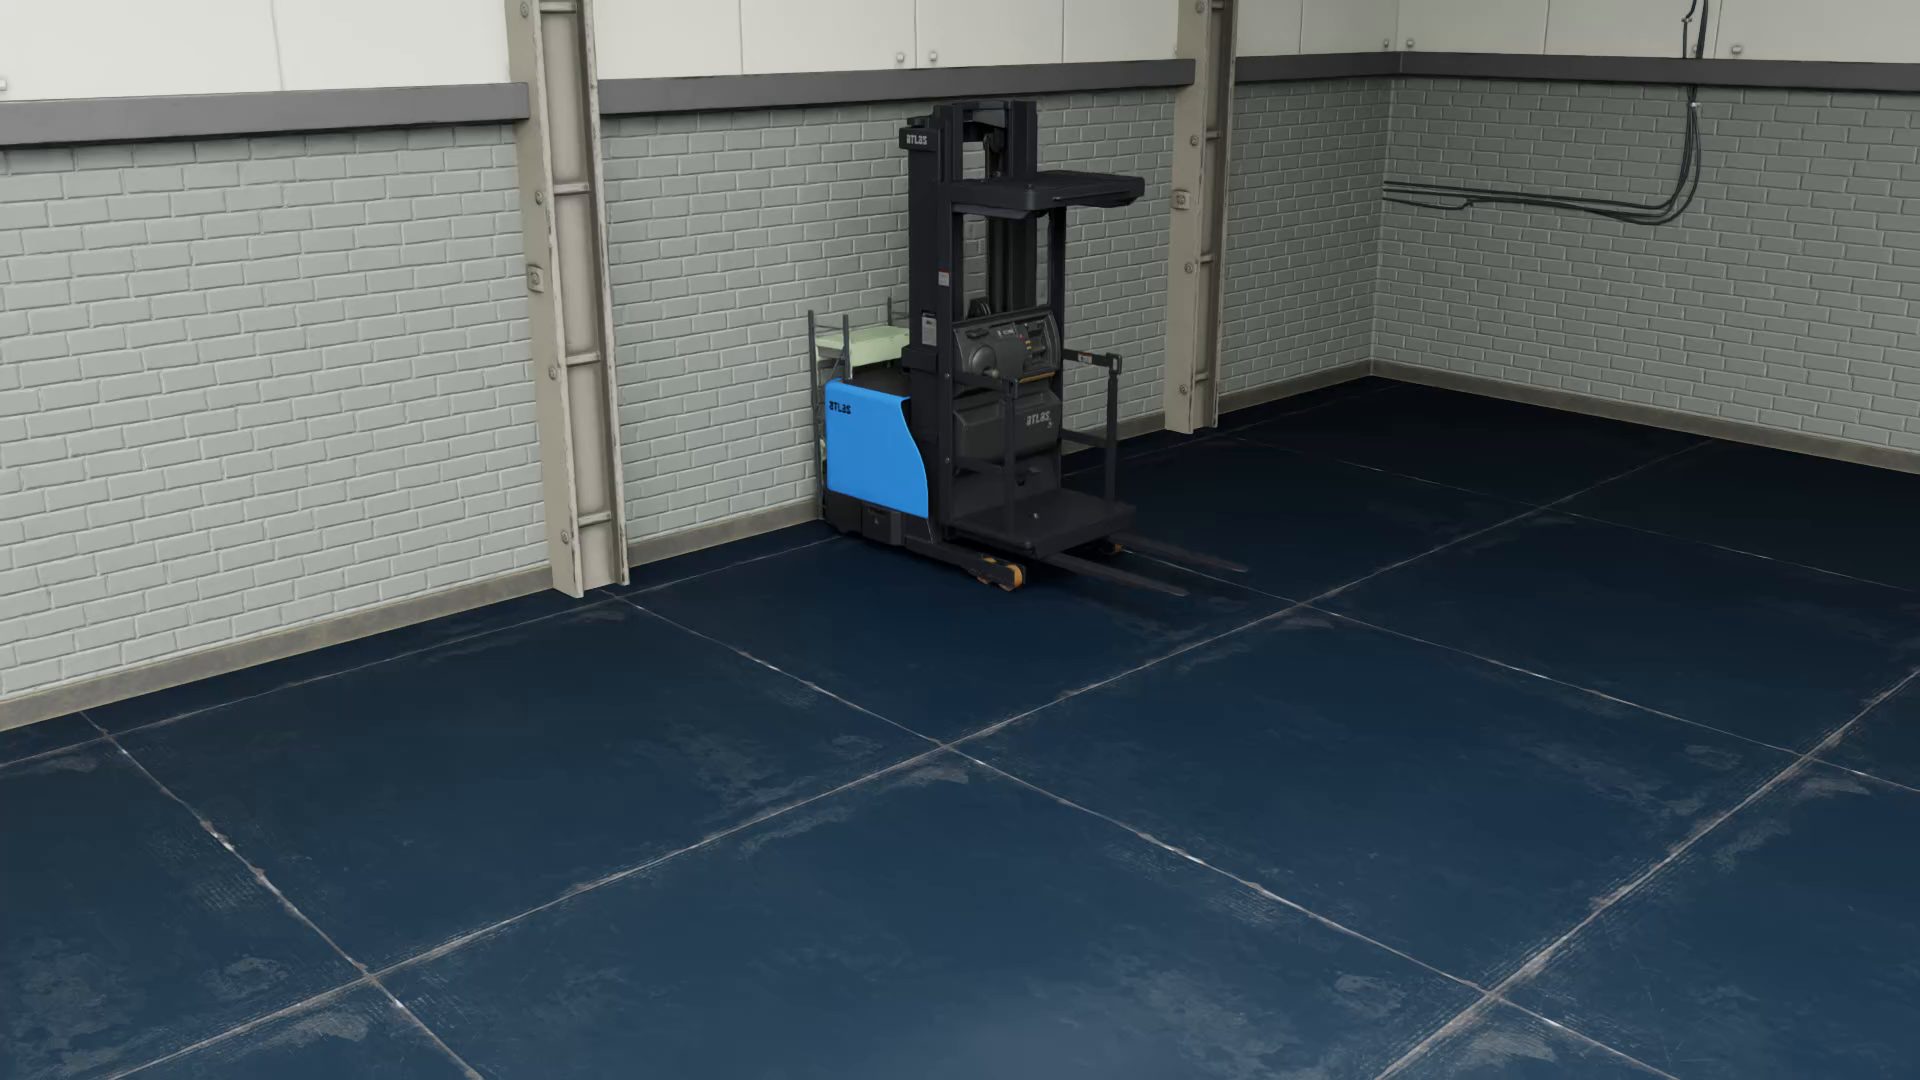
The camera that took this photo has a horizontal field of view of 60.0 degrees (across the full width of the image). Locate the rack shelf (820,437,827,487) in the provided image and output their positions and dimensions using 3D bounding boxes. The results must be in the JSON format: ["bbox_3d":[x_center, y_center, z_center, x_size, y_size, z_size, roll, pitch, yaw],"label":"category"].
[{"bbox_3d":[-0.618,-0.601,11.907,0.431,0.370,0.720,14,23,43],"label":"rack shelf"}]

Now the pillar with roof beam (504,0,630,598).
[{"bbox_3d":[0.605,-3.029,6.235,0.400,9.000,9.100,-16,24,-41],"label":"pillar with roof beam"}]

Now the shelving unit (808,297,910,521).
[{"bbox_3d":[-0.626,-0.914,11.815,0.431,1.500,0.755,14,23,43],"label":"shelving unit"}]

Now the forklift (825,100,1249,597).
[{"bbox_3d":[0.463,-1.255,10.602,3.031,2.935,1.130,17,24,42],"label":"forklift"}]

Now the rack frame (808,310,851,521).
[{"bbox_3d":[-0.884,-0.835,11.568,0.400,1.500,0.023,14,23,43],"label":"rack frame"}]

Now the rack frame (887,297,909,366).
[{"bbox_3d":[-0.368,-0.993,12.062,0.400,1.500,0.023,14,23,43],"label":"rack frame"}]

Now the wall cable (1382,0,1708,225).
[{"bbox_3d":[5.056,-4.116,14.622,0.112,2.526,3.097,-16,24,-41],"label":"wall cable"}]

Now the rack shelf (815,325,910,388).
[{"bbox_3d":[-0.635,-1.289,11.705,0.431,0.370,0.720,14,23,43],"label":"rack shelf"}]

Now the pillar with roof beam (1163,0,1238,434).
[{"bbox_3d":[4.964,-4.300,10.156,0.400,9.000,9.100,-16,24,-41],"label":"pillar with roof beam"}]
